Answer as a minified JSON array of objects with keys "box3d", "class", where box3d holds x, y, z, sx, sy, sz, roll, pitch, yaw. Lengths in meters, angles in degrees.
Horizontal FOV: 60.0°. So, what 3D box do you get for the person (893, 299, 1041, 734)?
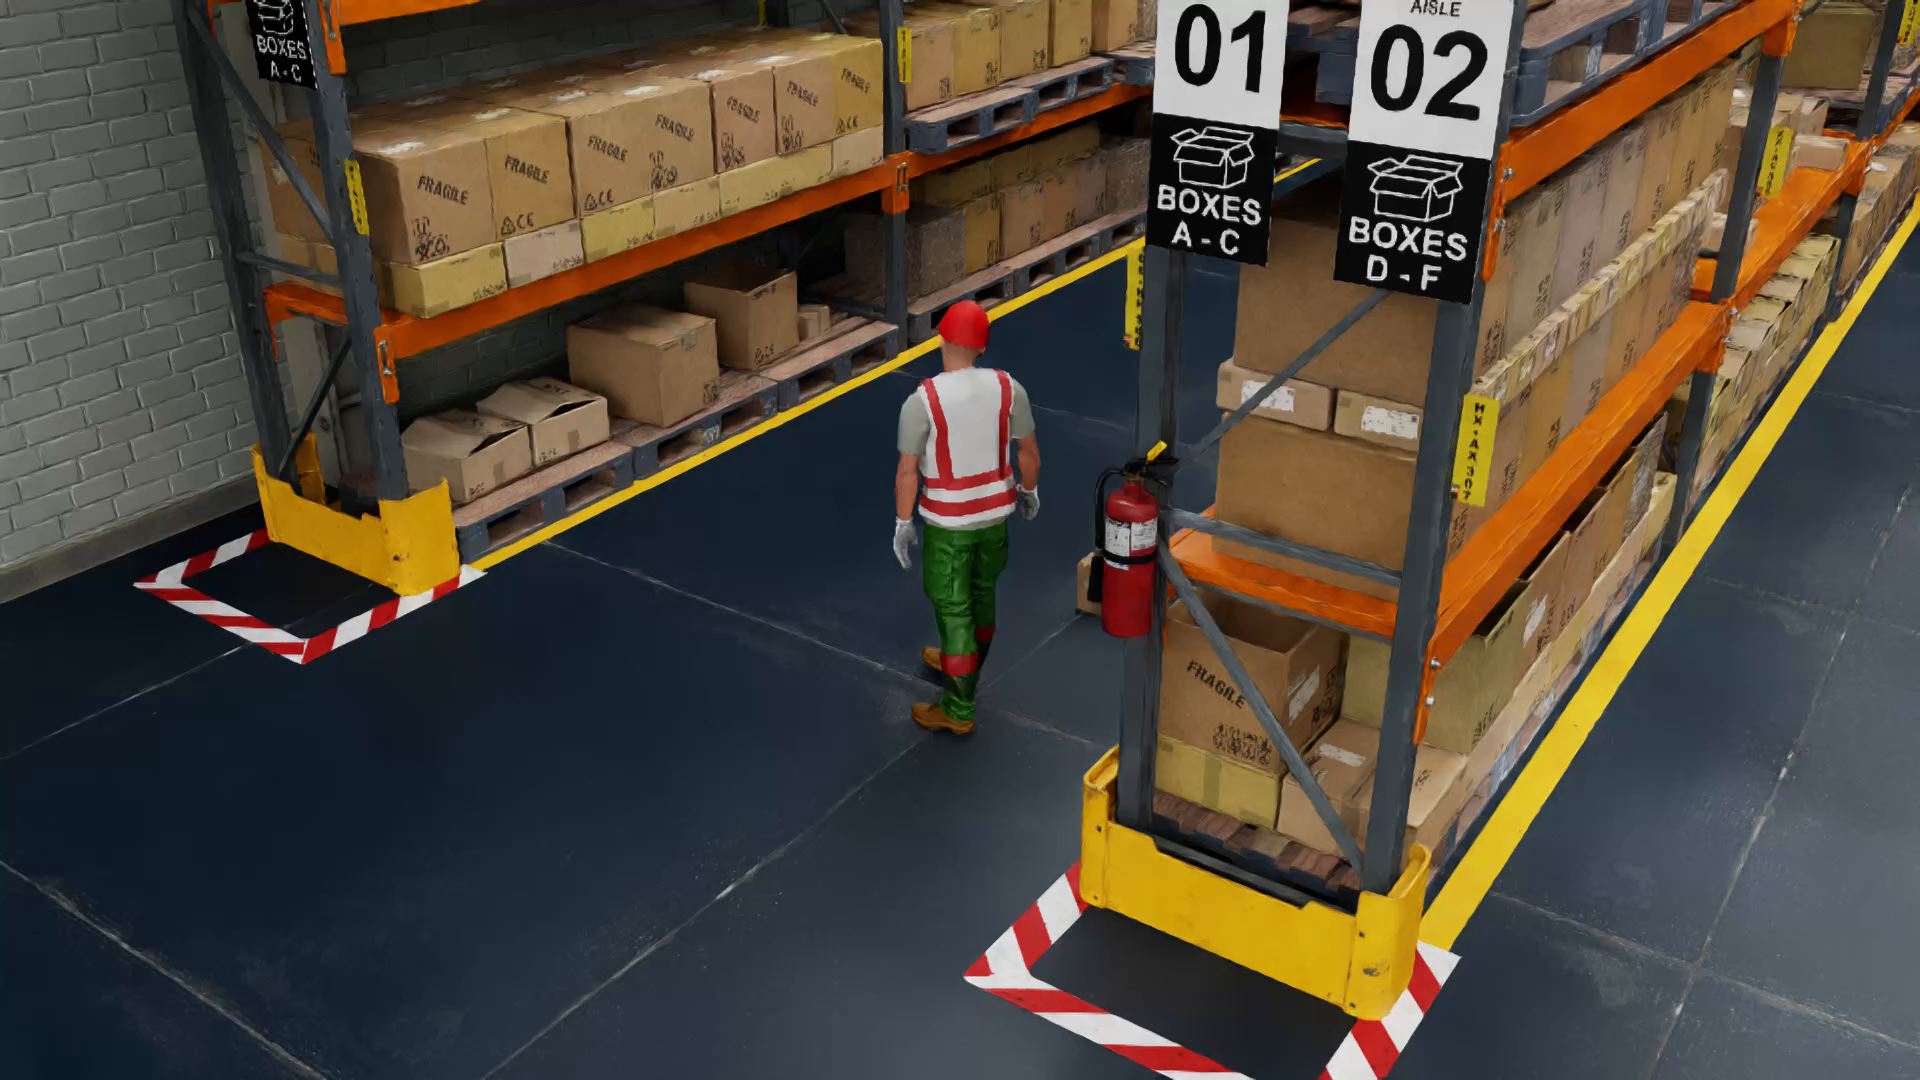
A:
[{"box3d":[0.009,-0.129,6.830,0.687,1.785,0.615,-13,29,-24],"class":"person"}]
